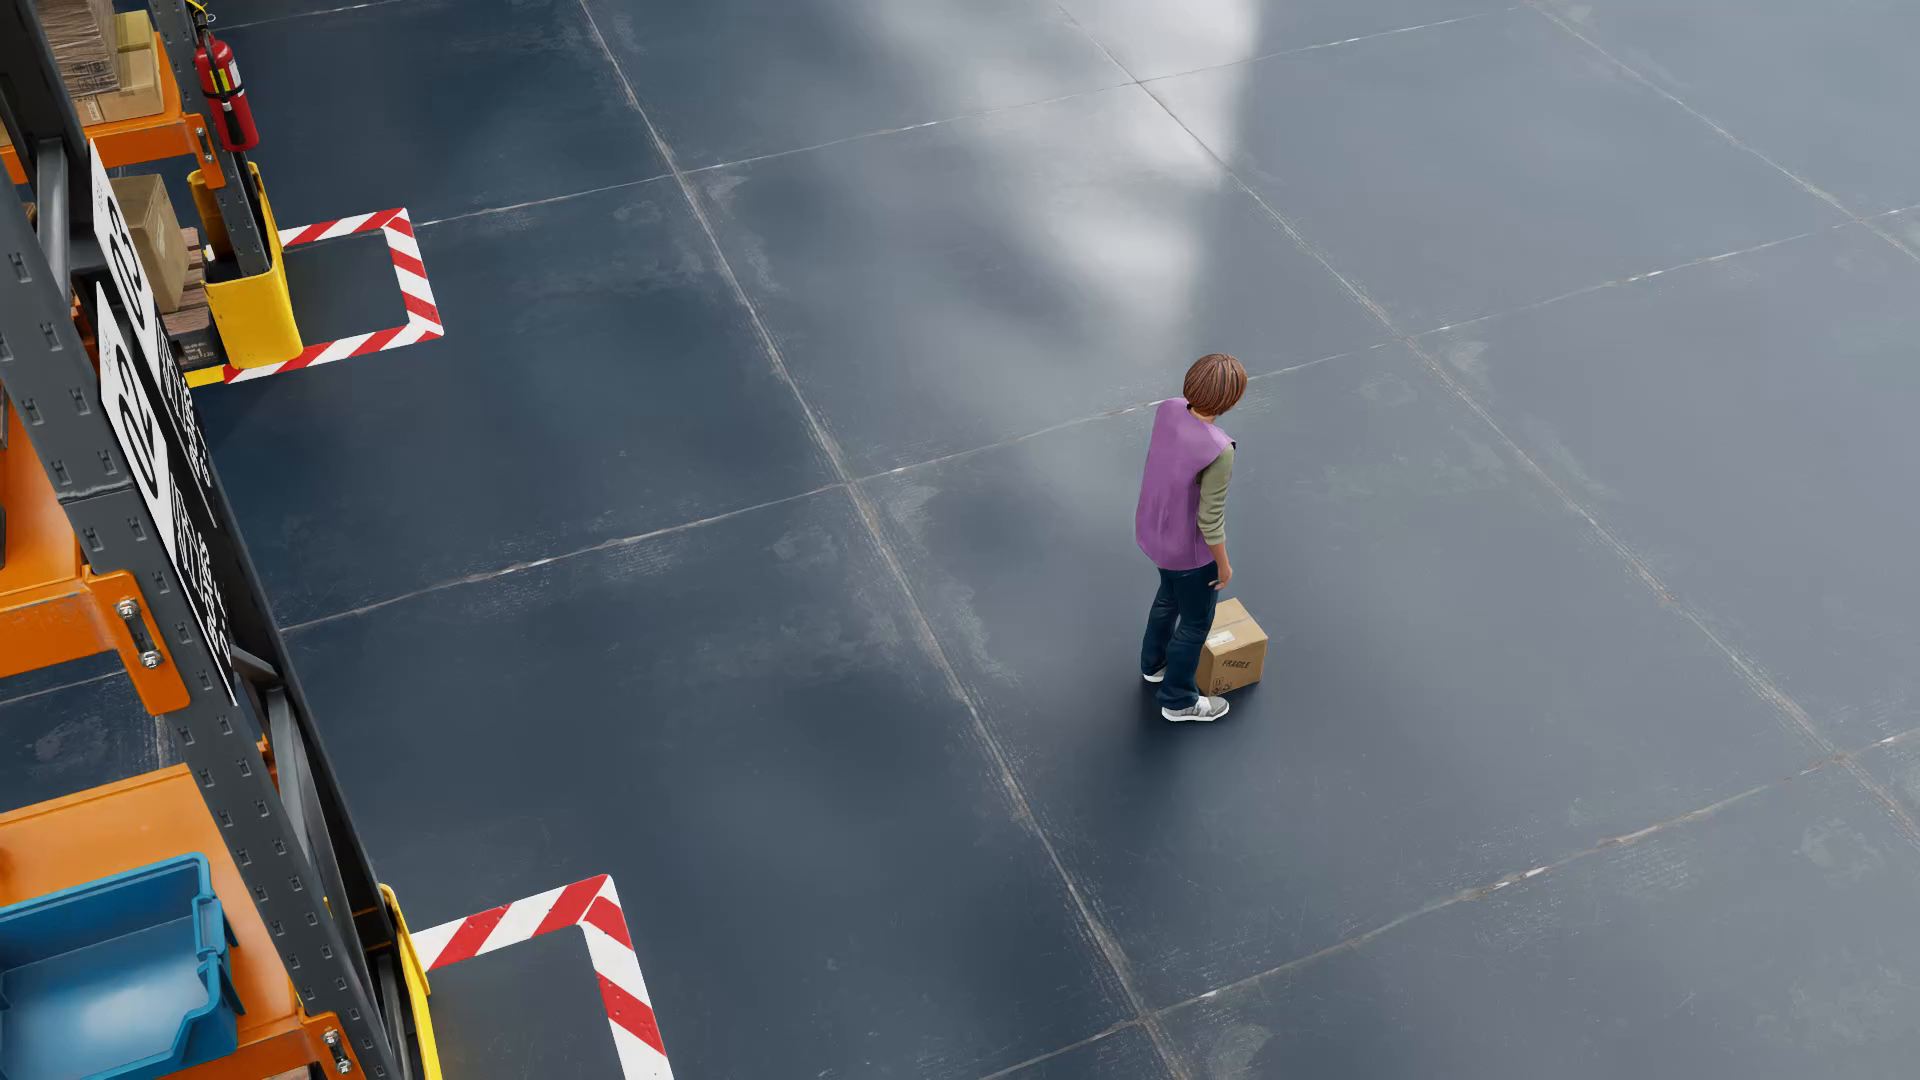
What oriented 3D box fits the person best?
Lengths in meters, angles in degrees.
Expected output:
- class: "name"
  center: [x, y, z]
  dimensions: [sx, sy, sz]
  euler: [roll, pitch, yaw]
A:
- class: "person"
  center: [0.849, -0.004, 6.171]
  dimensions: [0.370, 1.594, 0.484]
  euler: [-18, 45, -18]
